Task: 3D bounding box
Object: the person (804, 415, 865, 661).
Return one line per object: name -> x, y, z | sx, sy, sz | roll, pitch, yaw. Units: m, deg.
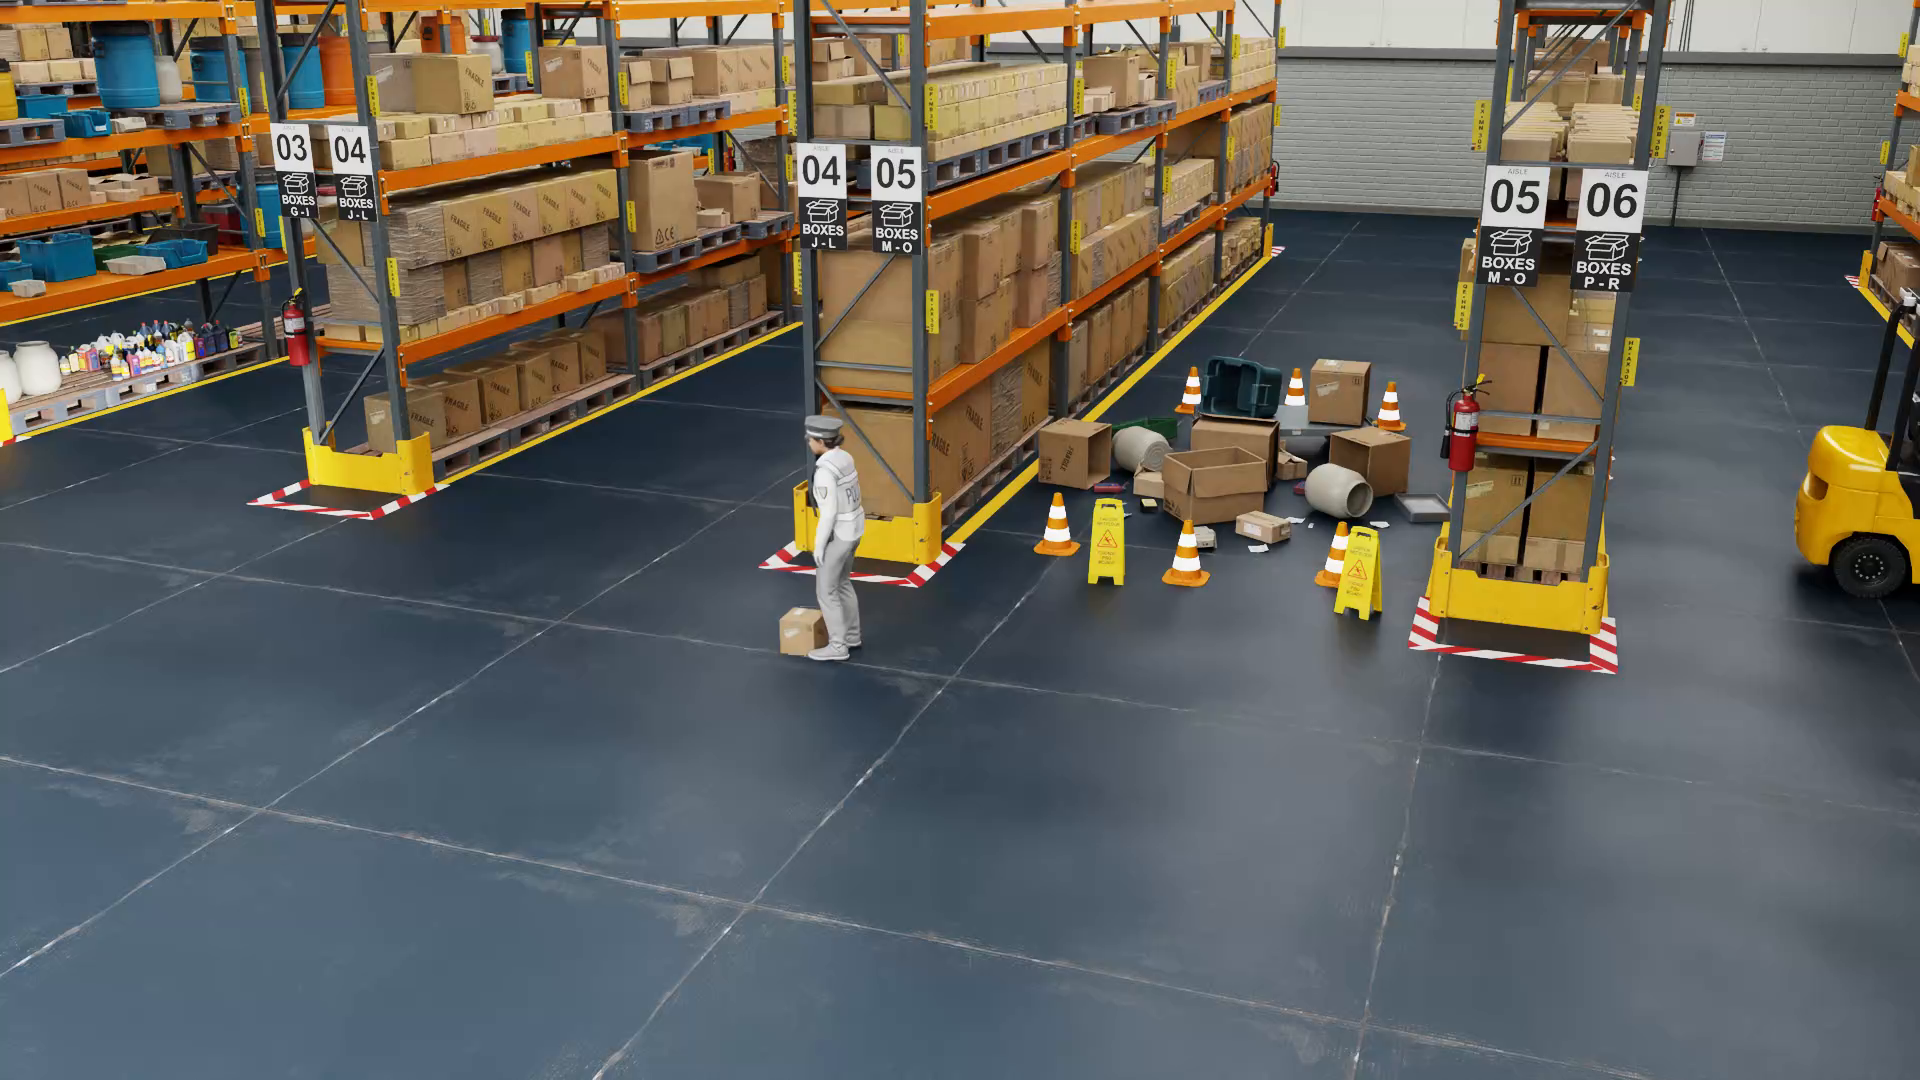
person -> -0.835, -0.012, 11.096 | 0.370, 1.661, 0.520 | 6, 20, 16
